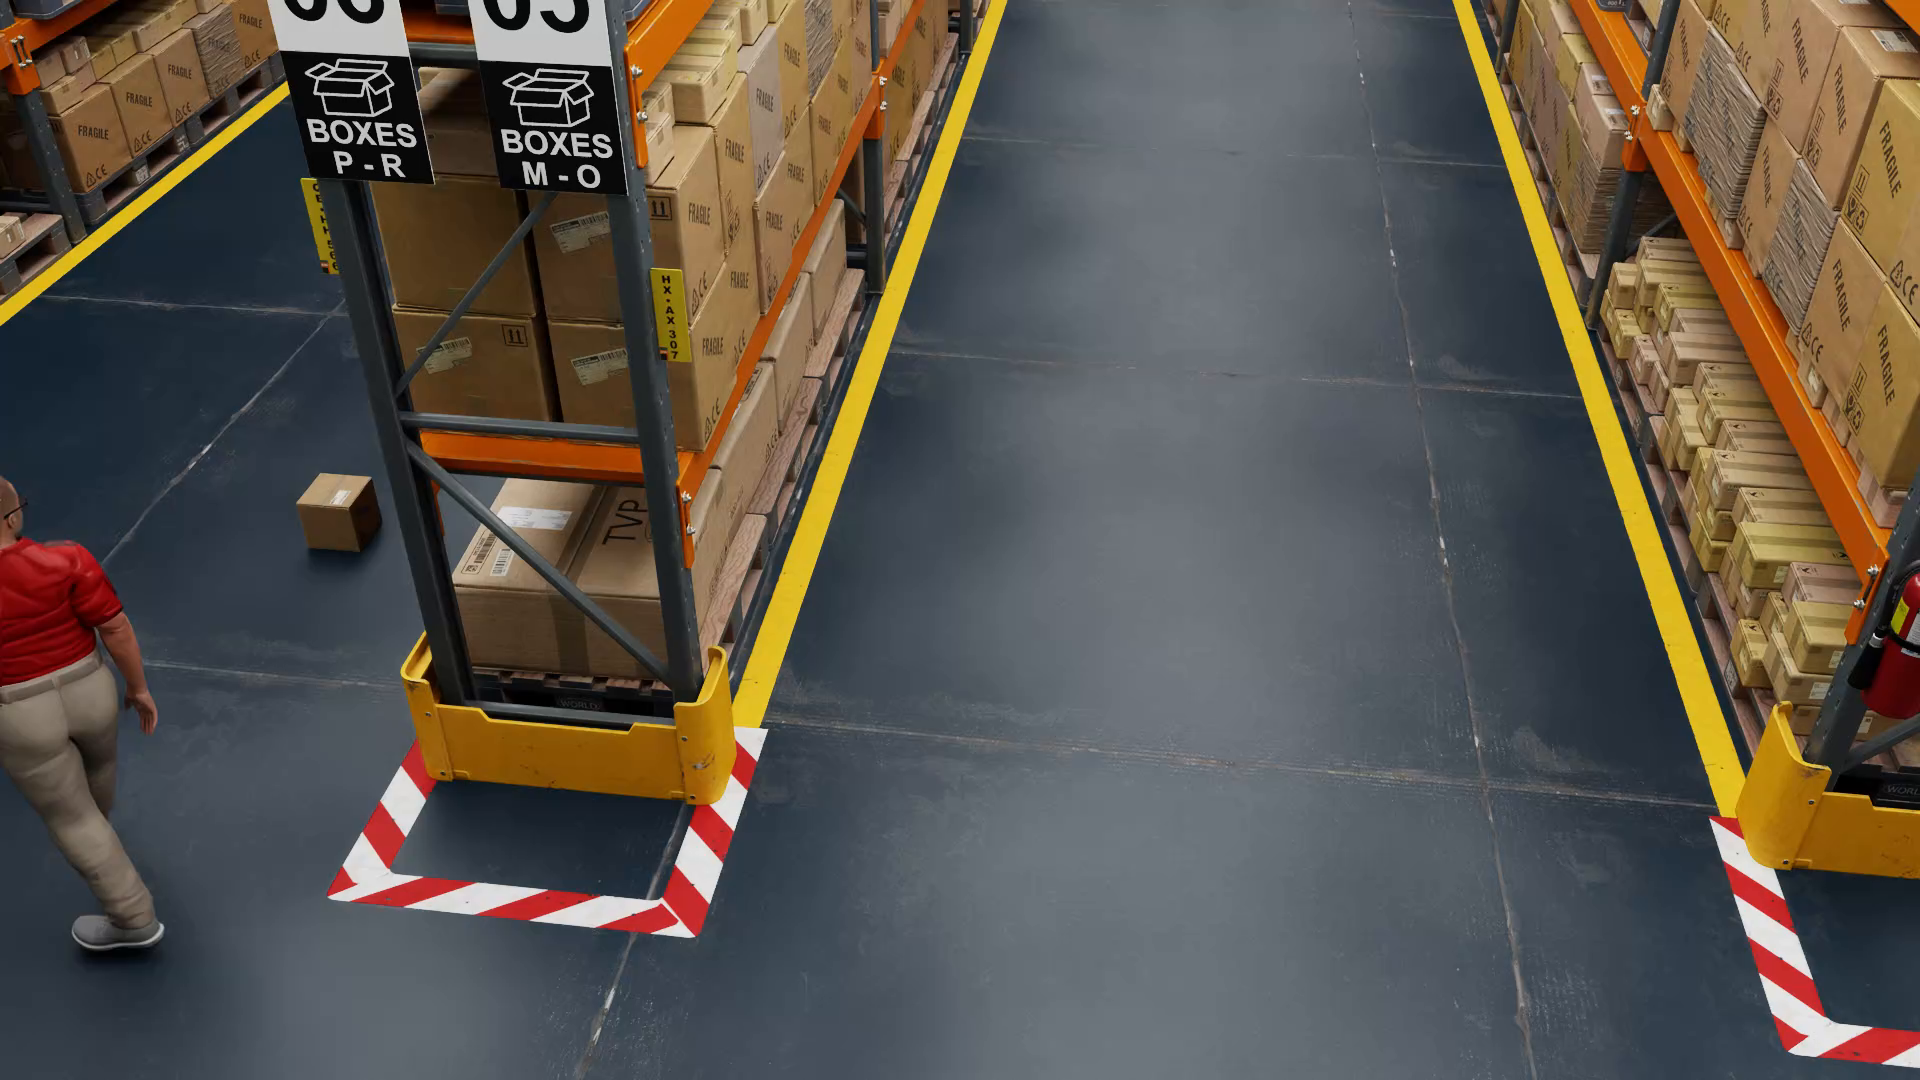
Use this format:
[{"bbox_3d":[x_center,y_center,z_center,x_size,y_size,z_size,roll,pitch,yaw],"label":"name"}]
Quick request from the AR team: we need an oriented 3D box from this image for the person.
[{"bbox_3d":[-3.053,0.511,5.436,0.970,1.666,0.641,28,44,33],"label":"person"}]
